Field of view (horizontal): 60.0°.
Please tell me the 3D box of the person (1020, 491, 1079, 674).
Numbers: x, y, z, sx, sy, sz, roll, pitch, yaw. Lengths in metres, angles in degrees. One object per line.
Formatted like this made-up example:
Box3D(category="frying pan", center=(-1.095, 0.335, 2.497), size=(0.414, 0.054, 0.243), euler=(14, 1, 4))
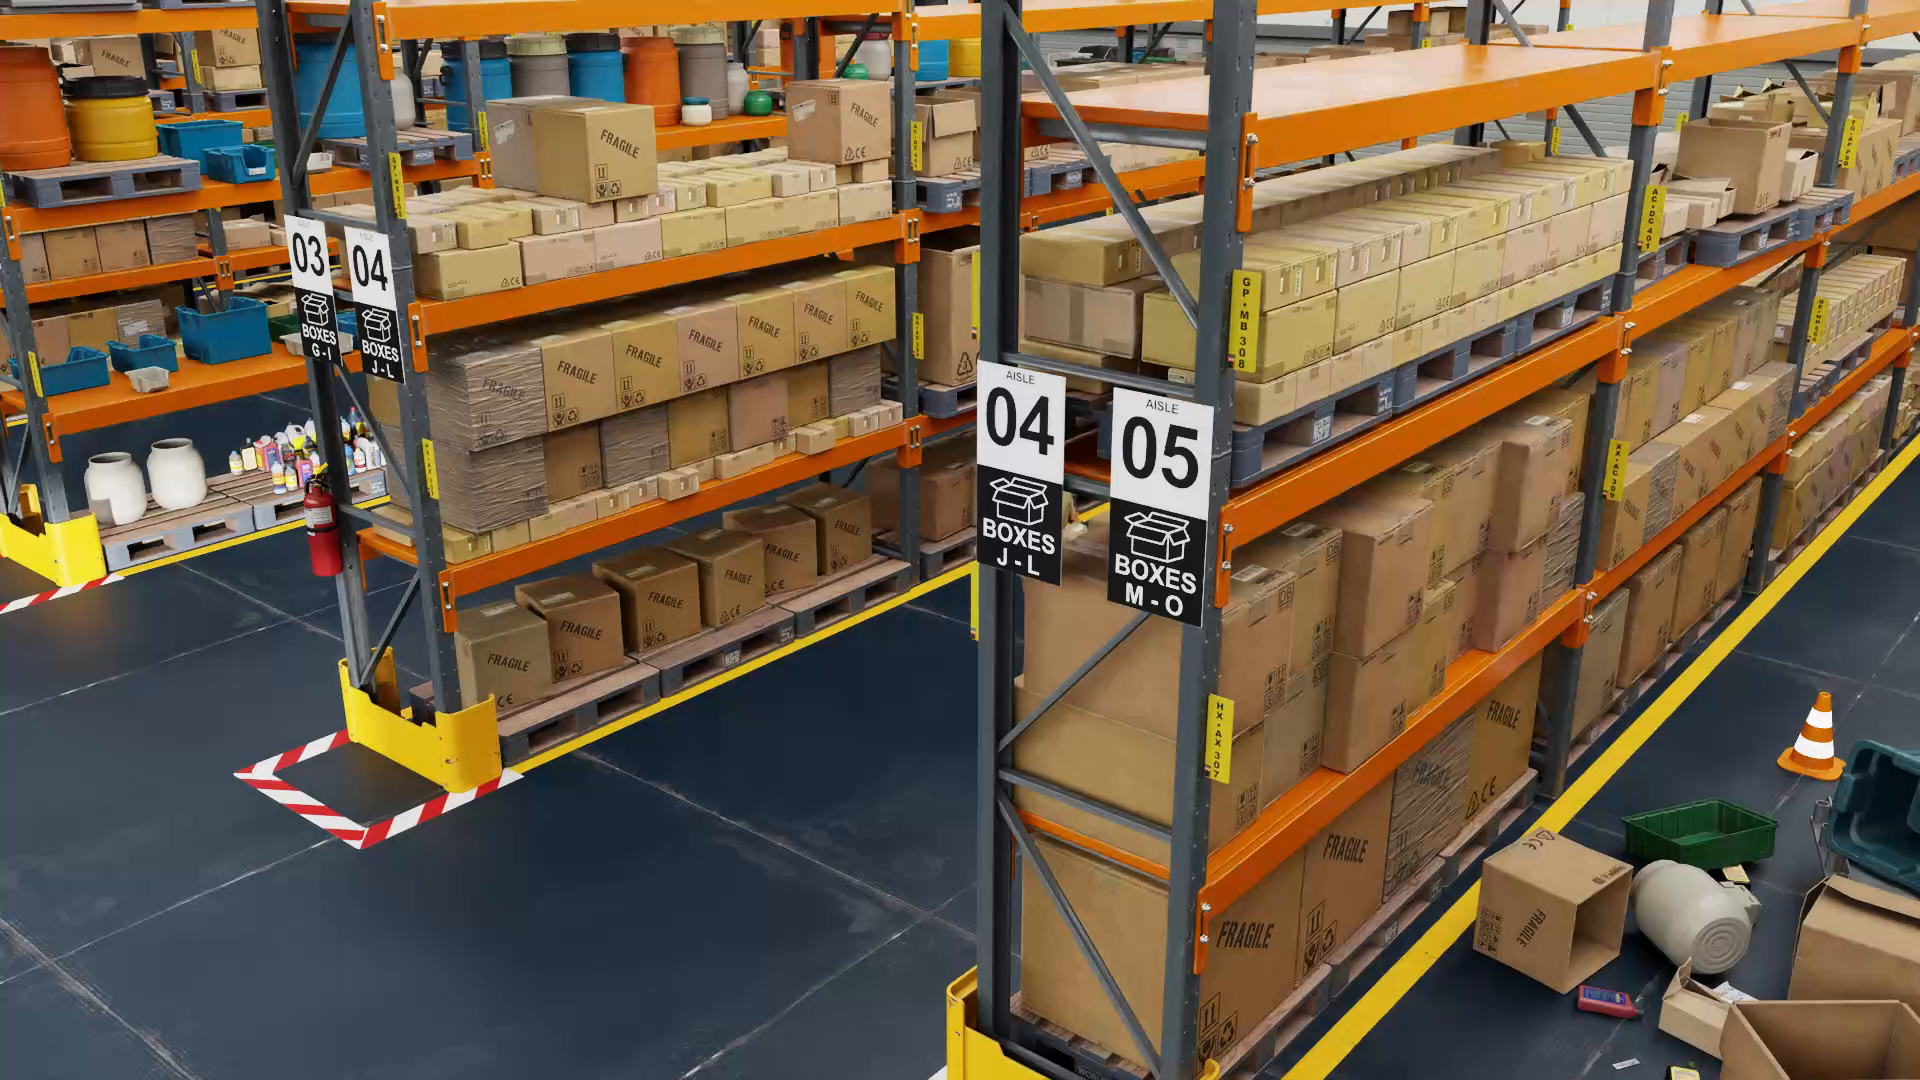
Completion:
Box3D(category="person", center=(0.616, 0.155, 10.676), size=(0.503, 1.668, 0.407), euler=(15, 25, 36))
